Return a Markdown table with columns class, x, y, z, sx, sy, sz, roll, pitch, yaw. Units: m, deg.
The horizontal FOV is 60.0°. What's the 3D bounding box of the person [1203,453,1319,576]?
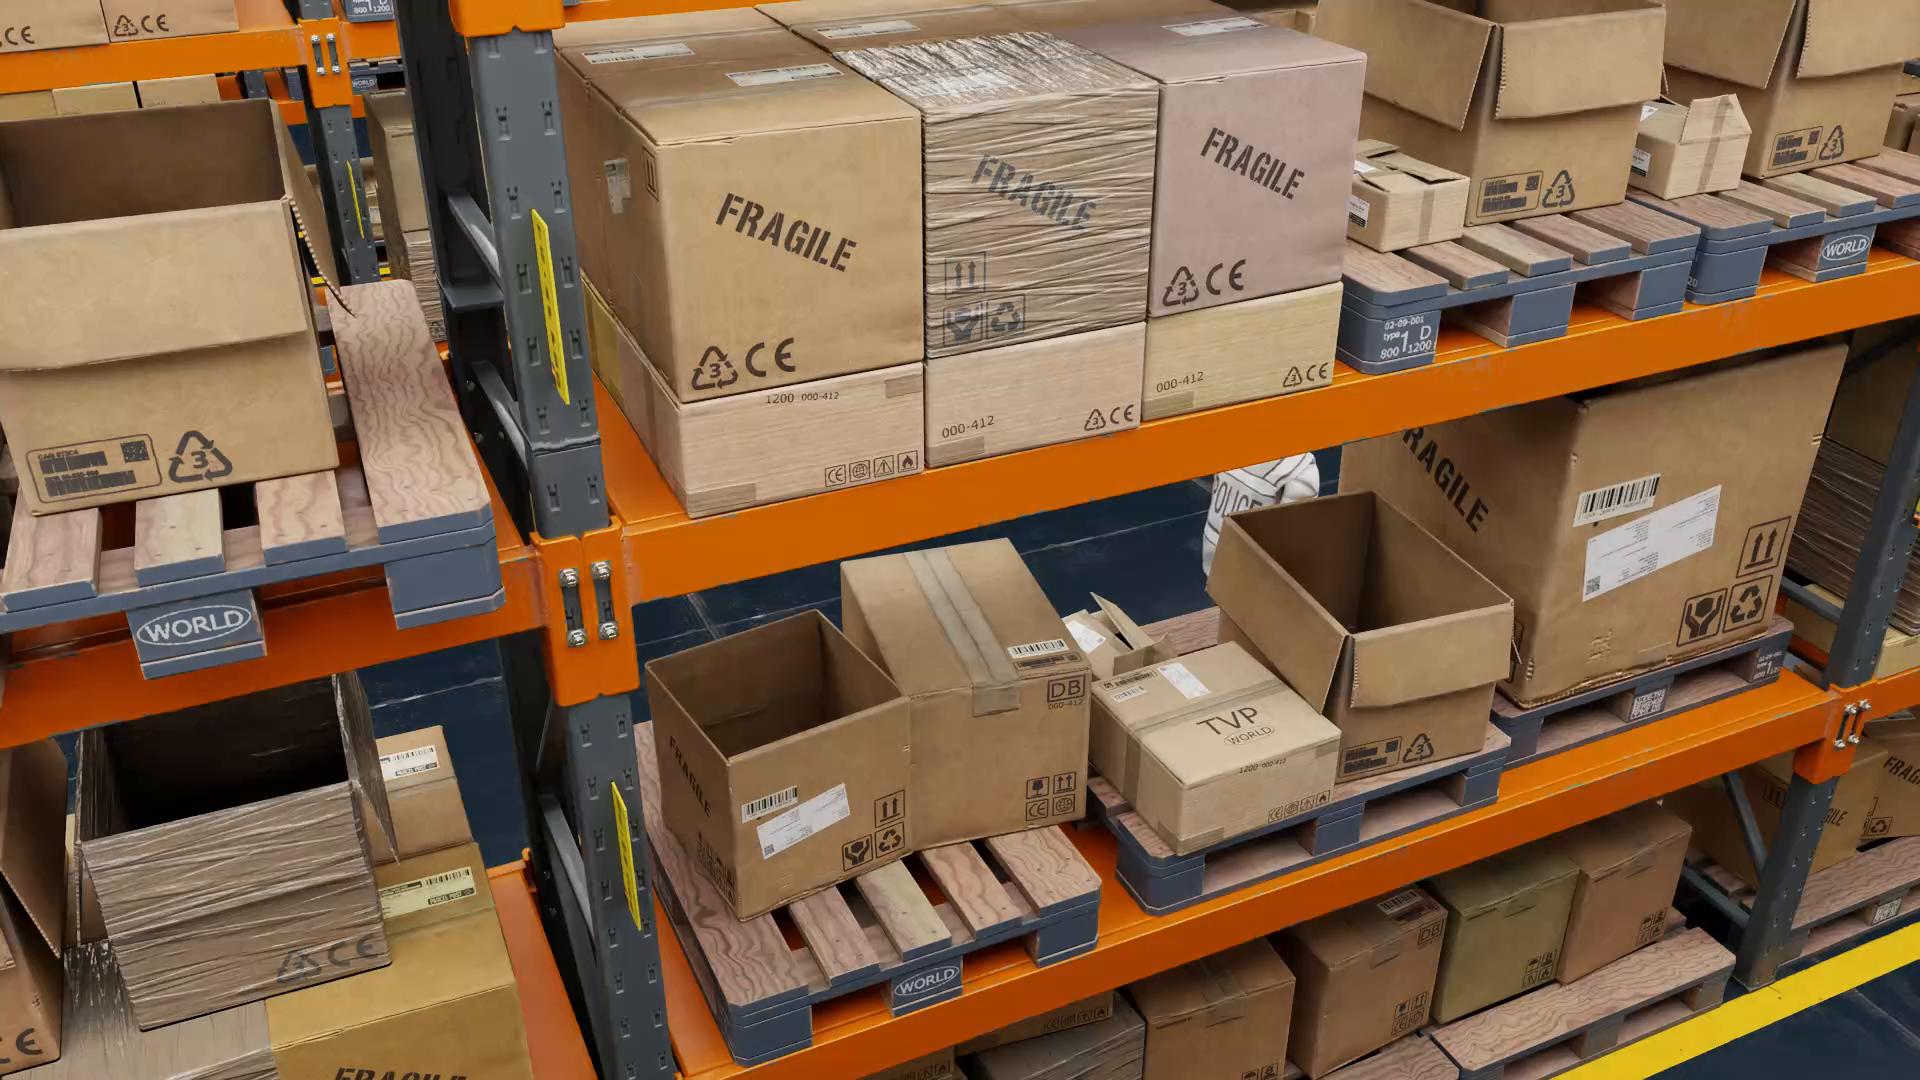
| class | x | y | z | sx | sy | sz | roll | pitch | yaw |
| --- | --- | --- | --- | --- | --- | --- | --- | --- | --- |
| person | 1.249 | 0.123 | 6.898 | 0.438 | 1.749 | 0.605 | -15 | 32 | -24 |
